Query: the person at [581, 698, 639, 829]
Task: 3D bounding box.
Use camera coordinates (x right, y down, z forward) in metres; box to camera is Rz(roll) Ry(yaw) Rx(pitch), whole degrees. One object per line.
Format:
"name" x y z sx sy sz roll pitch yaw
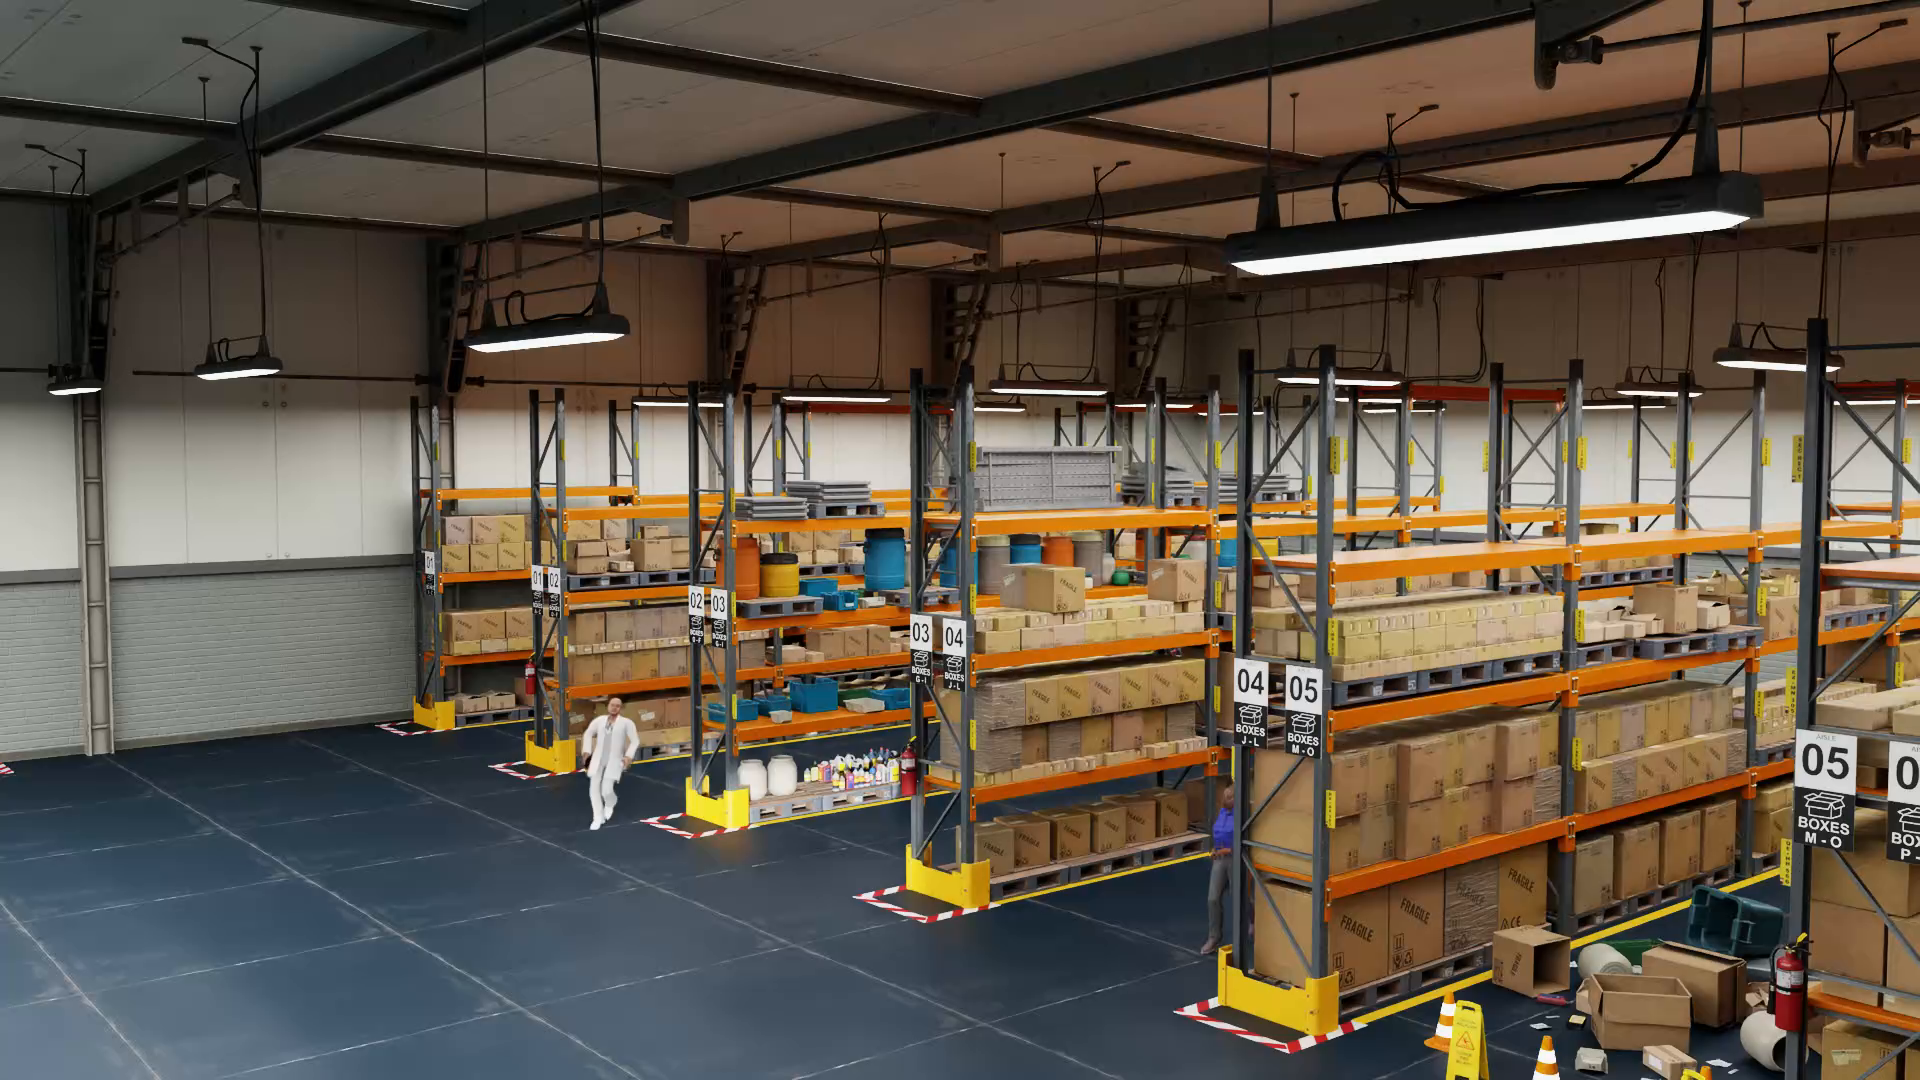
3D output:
"person" -4.727 2.996 22.385 0.770 1.725 0.586 0 3 8

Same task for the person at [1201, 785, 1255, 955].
"person" 2.783 3.333 16.981 0.851 1.675 0.580 -3 4 -41
